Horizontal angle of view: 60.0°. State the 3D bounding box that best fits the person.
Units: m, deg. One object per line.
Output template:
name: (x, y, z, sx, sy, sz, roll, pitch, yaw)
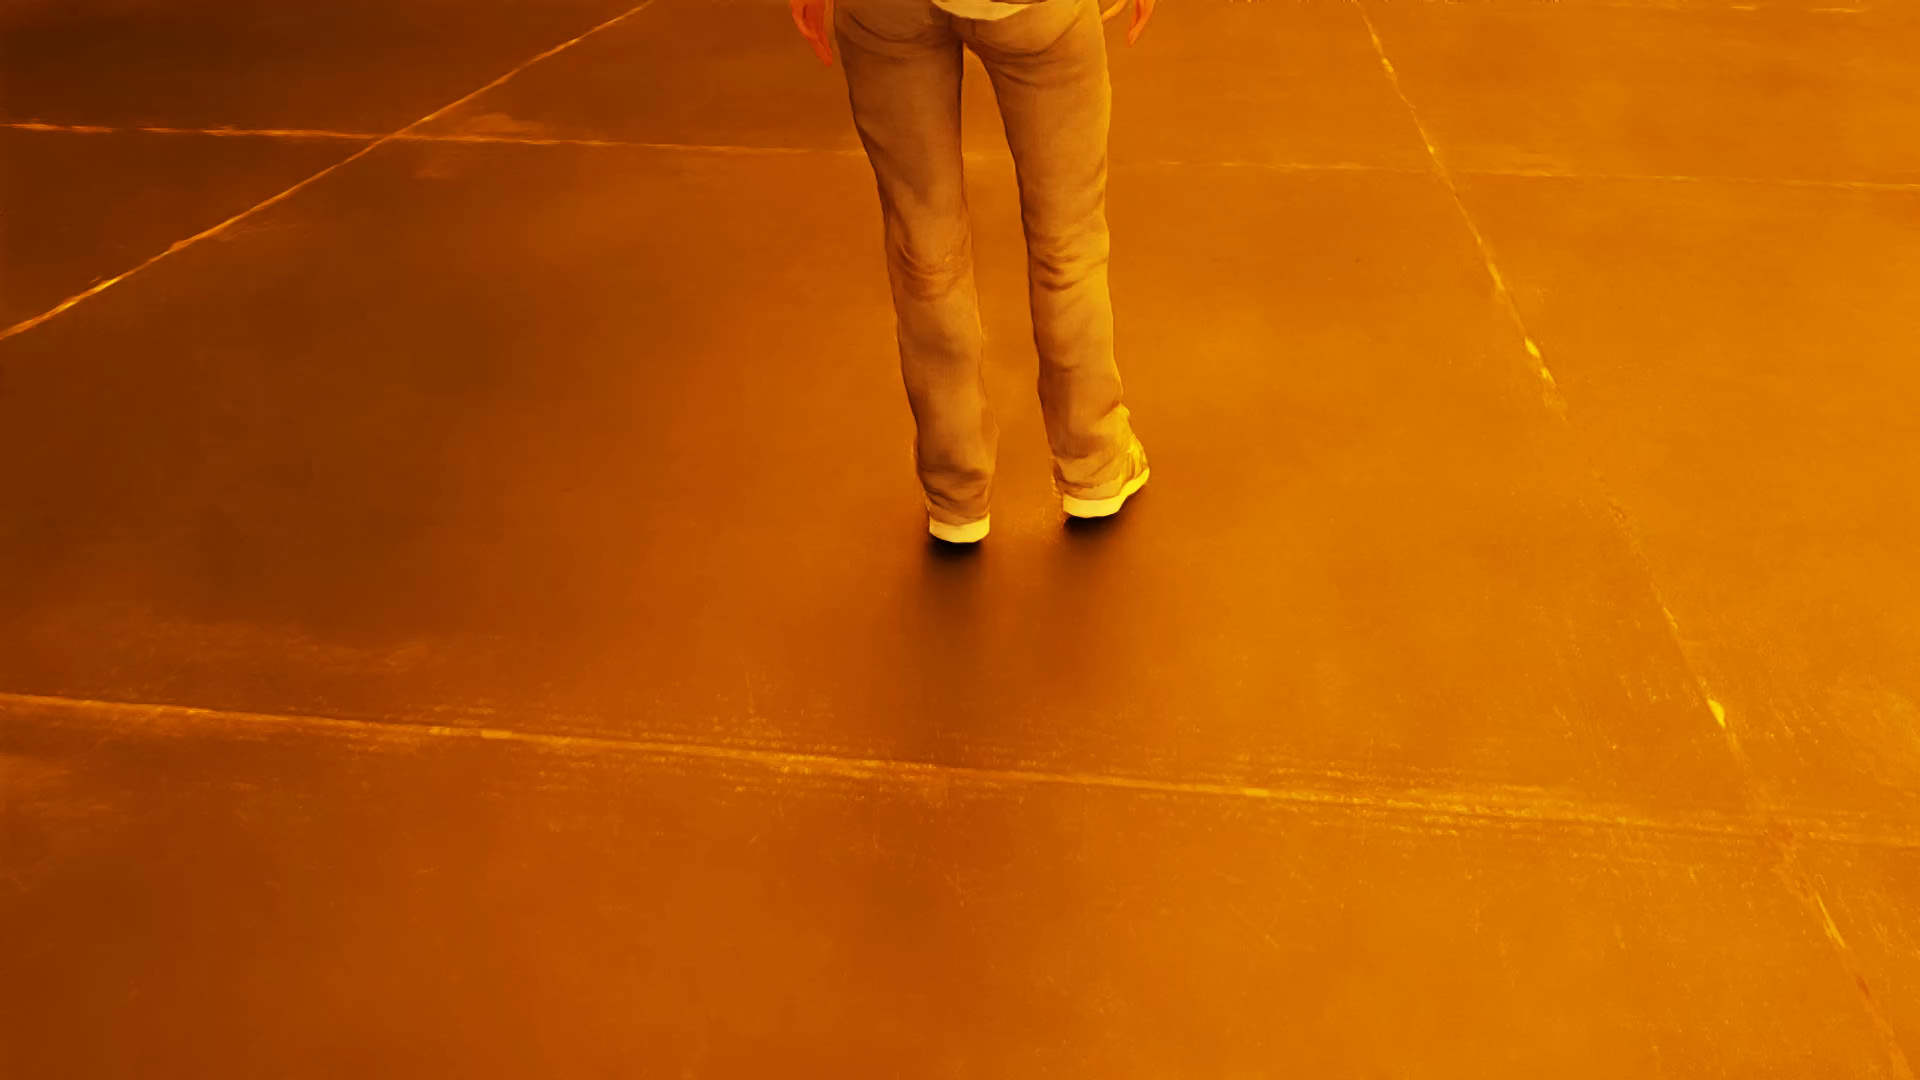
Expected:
person: (0.023, -0.753, 2.204, 0.521, 1.597, 0.474, 3, 27, 7)
